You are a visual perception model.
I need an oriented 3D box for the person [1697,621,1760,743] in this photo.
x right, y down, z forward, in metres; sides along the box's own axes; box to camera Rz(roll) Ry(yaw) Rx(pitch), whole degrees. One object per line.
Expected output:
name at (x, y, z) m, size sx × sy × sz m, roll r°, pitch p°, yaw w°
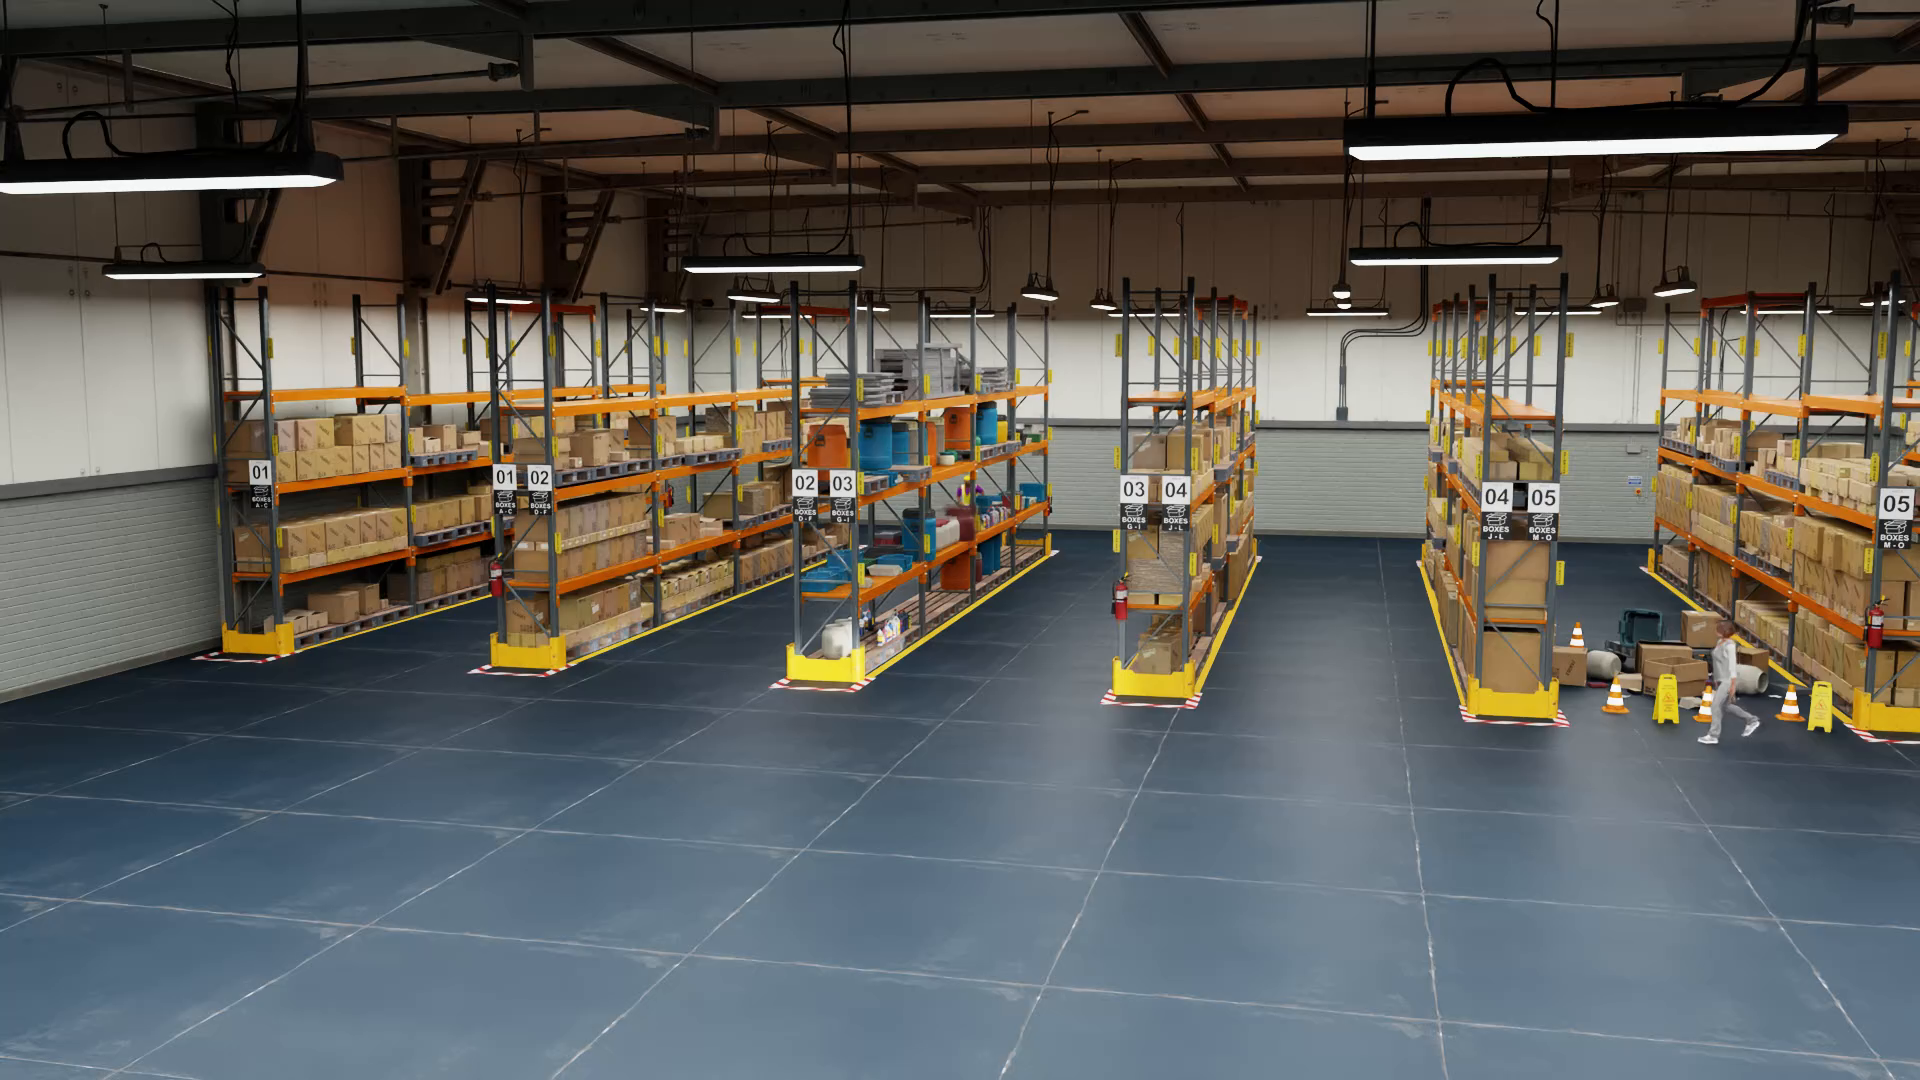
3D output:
person at (9.775, 1.796, 21.075) m, size 0.808 × 1.564 × 0.429 m, roll 0°, pitch 7°, yaw 3°

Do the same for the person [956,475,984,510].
person at (0.271, -0.911, 44.328) m, size 0.715 × 1.659 × 0.722 m, roll 3°, pitch 7°, yaw 23°

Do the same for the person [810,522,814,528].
person at (-4.170, -1.011, 44.673) m, size 0.681 × 1.712 × 1.129 m, roll 2°, pitch 7°, yaw 16°
